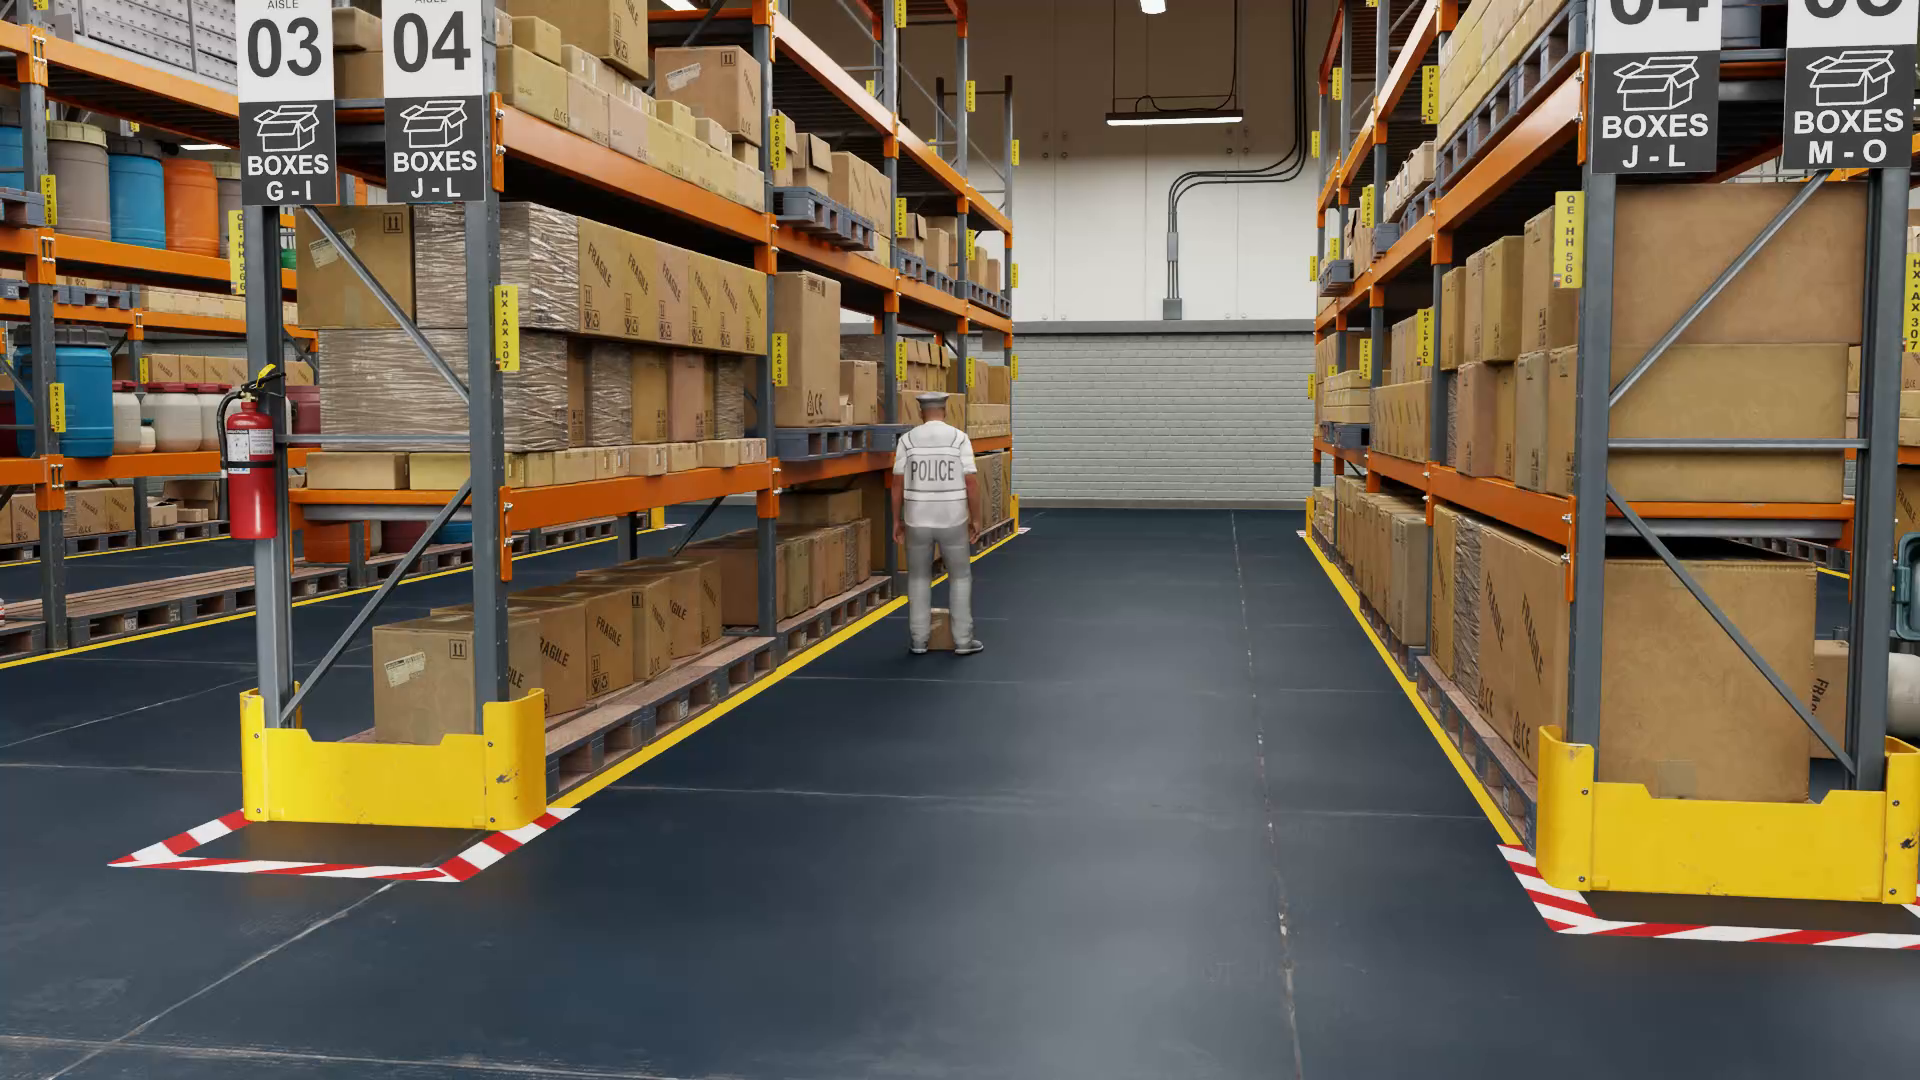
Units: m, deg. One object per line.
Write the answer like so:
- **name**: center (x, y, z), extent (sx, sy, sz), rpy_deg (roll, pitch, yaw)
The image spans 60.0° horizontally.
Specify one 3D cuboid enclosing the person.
- **person**: center (-0.157, -0.116, 11.086), extent (0.606, 1.748, 0.432), rpy_deg (0, 4, 5)
